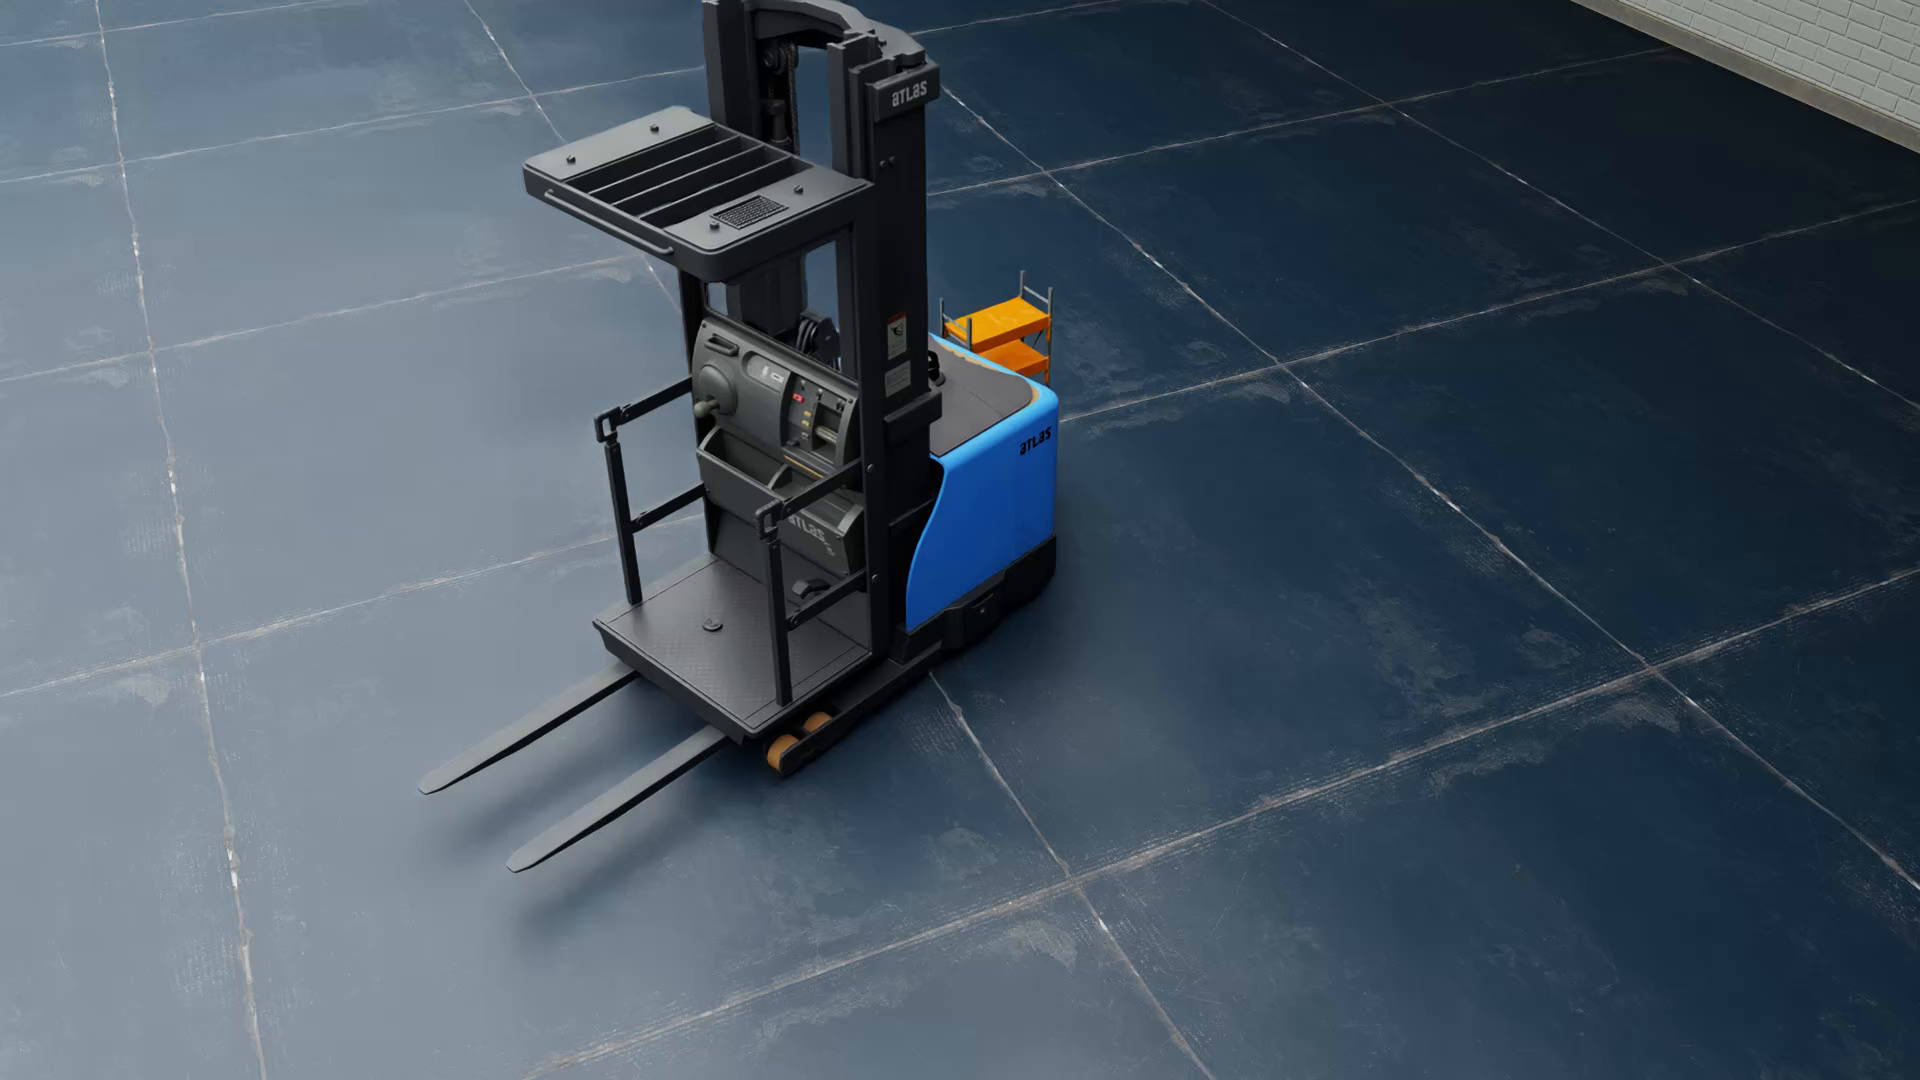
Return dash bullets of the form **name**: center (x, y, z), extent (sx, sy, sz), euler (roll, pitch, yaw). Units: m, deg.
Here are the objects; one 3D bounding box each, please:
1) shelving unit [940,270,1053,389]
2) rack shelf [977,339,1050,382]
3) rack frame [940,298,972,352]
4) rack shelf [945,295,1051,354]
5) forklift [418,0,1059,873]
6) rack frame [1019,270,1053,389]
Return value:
- **shelving unit**: center (0.177, -0.699, 8.328), extent (0.503, 1.200, 0.258), euler (-24, 43, -28)
- **rack shelf**: center (0.177, -0.824, 8.235), extent (0.480, 0.148, 0.258), euler (-24, 43, -28)
- **rack frame**: center (-0.020, -0.613, 8.212), extent (0.015, 1.200, 0.240), euler (-24, 43, -28)
- **rack shelf**: center (0.177, -1.014, 8.094), extent (0.480, 0.148, 0.258), euler (-24, 43, -28)
- **forklift**: center (-0.908, -0.531, 6.648), extent (1.130, 2.935, 3.031), euler (29, 45, 33)
- **rack frame**: center (0.374, -0.785, 8.444), extent (0.015, 1.200, 0.240), euler (-24, 43, -28)
